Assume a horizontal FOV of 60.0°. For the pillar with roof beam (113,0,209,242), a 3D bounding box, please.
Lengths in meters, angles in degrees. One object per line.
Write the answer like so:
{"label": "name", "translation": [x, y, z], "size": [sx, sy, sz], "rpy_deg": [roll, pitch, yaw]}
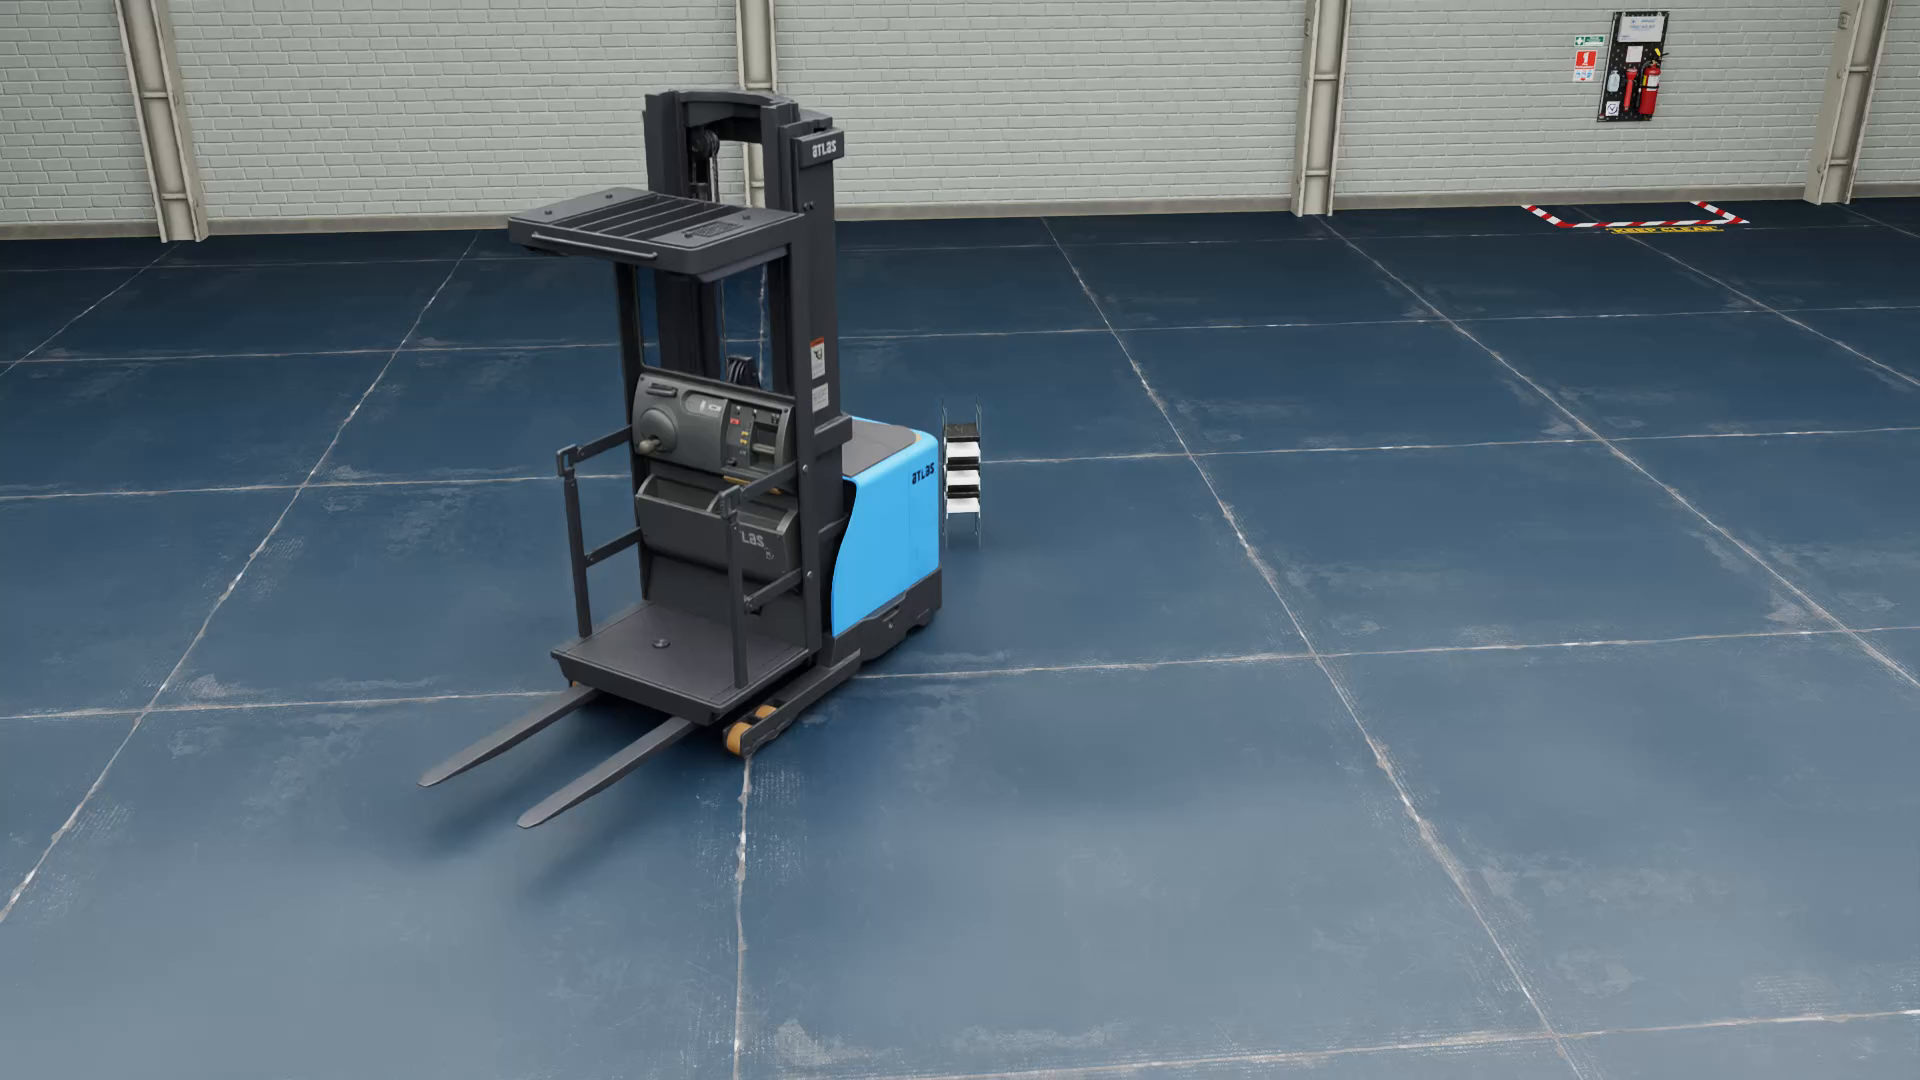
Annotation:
{"label": "pillar with roof beam", "translation": [-7.637, -5.512, 11.571], "size": [0.400, 9.000, 9.100], "rpy_deg": [-2, 24, -5]}

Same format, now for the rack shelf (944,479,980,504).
{"label": "rack shelf", "translation": [0.008, -0.299, 10.118], "size": [0.200, 0.077, 0.258], "rpy_deg": [-2, 24, -5]}

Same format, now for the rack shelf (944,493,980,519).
{"label": "rack shelf", "translation": [0.008, -0.217, 10.155], "size": [0.200, 0.077, 0.258], "rpy_deg": [-2, 24, -5]}

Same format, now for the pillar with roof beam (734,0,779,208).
{"label": "pillar with roof beam", "translation": [-1.666, -5.751, 12.110], "size": [0.400, 9.000, 9.100], "rpy_deg": [-2, 24, -5]}

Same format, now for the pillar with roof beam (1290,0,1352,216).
{"label": "pillar with roof beam", "translation": [4.304, -5.991, 12.649], "size": [0.400, 9.000, 9.100], "rpy_deg": [-2, 24, -5]}

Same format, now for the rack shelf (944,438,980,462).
{"label": "rack shelf", "translation": [0.008, -0.546, 10.008], "size": [0.200, 0.077, 0.258], "rpy_deg": [-2, 24, -5]}

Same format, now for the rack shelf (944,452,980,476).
{"label": "rack shelf", "translation": [0.008, -0.463, 10.045], "size": [0.200, 0.077, 0.258], "rpy_deg": [-2, 24, -5]}

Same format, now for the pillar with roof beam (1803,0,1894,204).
{"label": "pillar with roof beam", "translation": [10.275, -6.230, 13.188], "size": [0.400, 9.000, 9.100], "rpy_deg": [-2, 24, -5]}

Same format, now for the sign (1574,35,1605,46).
{"label": "sign", "translation": [6.834, -5.420, 18.056], "size": [0.331, 0.109, 0.001], "rpy_deg": [-2, 24, -5]}

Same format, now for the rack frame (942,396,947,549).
{"label": "rack frame", "translation": [-0.093, -0.407, 10.059], "size": [0.006, 0.900, 0.240], "rpy_deg": [-2, 24, -5]}

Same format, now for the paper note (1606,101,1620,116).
{"label": "paper note", "translation": [7.206, -4.764, 18.360], "size": [0.142, 0.148, 0.016], "rpy_deg": [-2, 24, -5]}

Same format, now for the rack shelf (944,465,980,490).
{"label": "rack shelf", "translation": [0.008, -0.381, 10.081], "size": [0.200, 0.077, 0.258], "rpy_deg": [-2, 24, -5]}

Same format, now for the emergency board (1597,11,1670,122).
{"label": "emergency board", "translation": [7.389, -5.146, 18.134], "size": [0.643, 1.169, 0.194], "rpy_deg": [-2, 24, -5]}

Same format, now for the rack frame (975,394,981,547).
{"label": "rack frame", "translation": [0.109, -0.416, 10.077], "size": [0.006, 0.900, 0.240], "rpy_deg": [-2, 24, -5]}

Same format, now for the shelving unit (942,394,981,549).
{"label": "shelving unit", "translation": [0.008, -0.412, 10.068], "size": [0.210, 0.900, 0.258], "rpy_deg": [-2, 24, -5]}

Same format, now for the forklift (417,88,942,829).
{"label": "forklift", "translation": [-1.306, -0.519, 7.809], "size": [1.130, 2.935, 3.031], "rpy_deg": [14, 28, 29]}

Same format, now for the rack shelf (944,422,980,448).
{"label": "rack shelf", "translation": [0.008, -0.628, 9.972], "size": [0.200, 0.077, 0.258], "rpy_deg": [-2, 24, -5]}

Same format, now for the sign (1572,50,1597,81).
{"label": "sign", "translation": [6.829, -5.182, 18.171], "size": [0.234, 0.329, 0.001], "rpy_deg": [-2, 24, -5]}
